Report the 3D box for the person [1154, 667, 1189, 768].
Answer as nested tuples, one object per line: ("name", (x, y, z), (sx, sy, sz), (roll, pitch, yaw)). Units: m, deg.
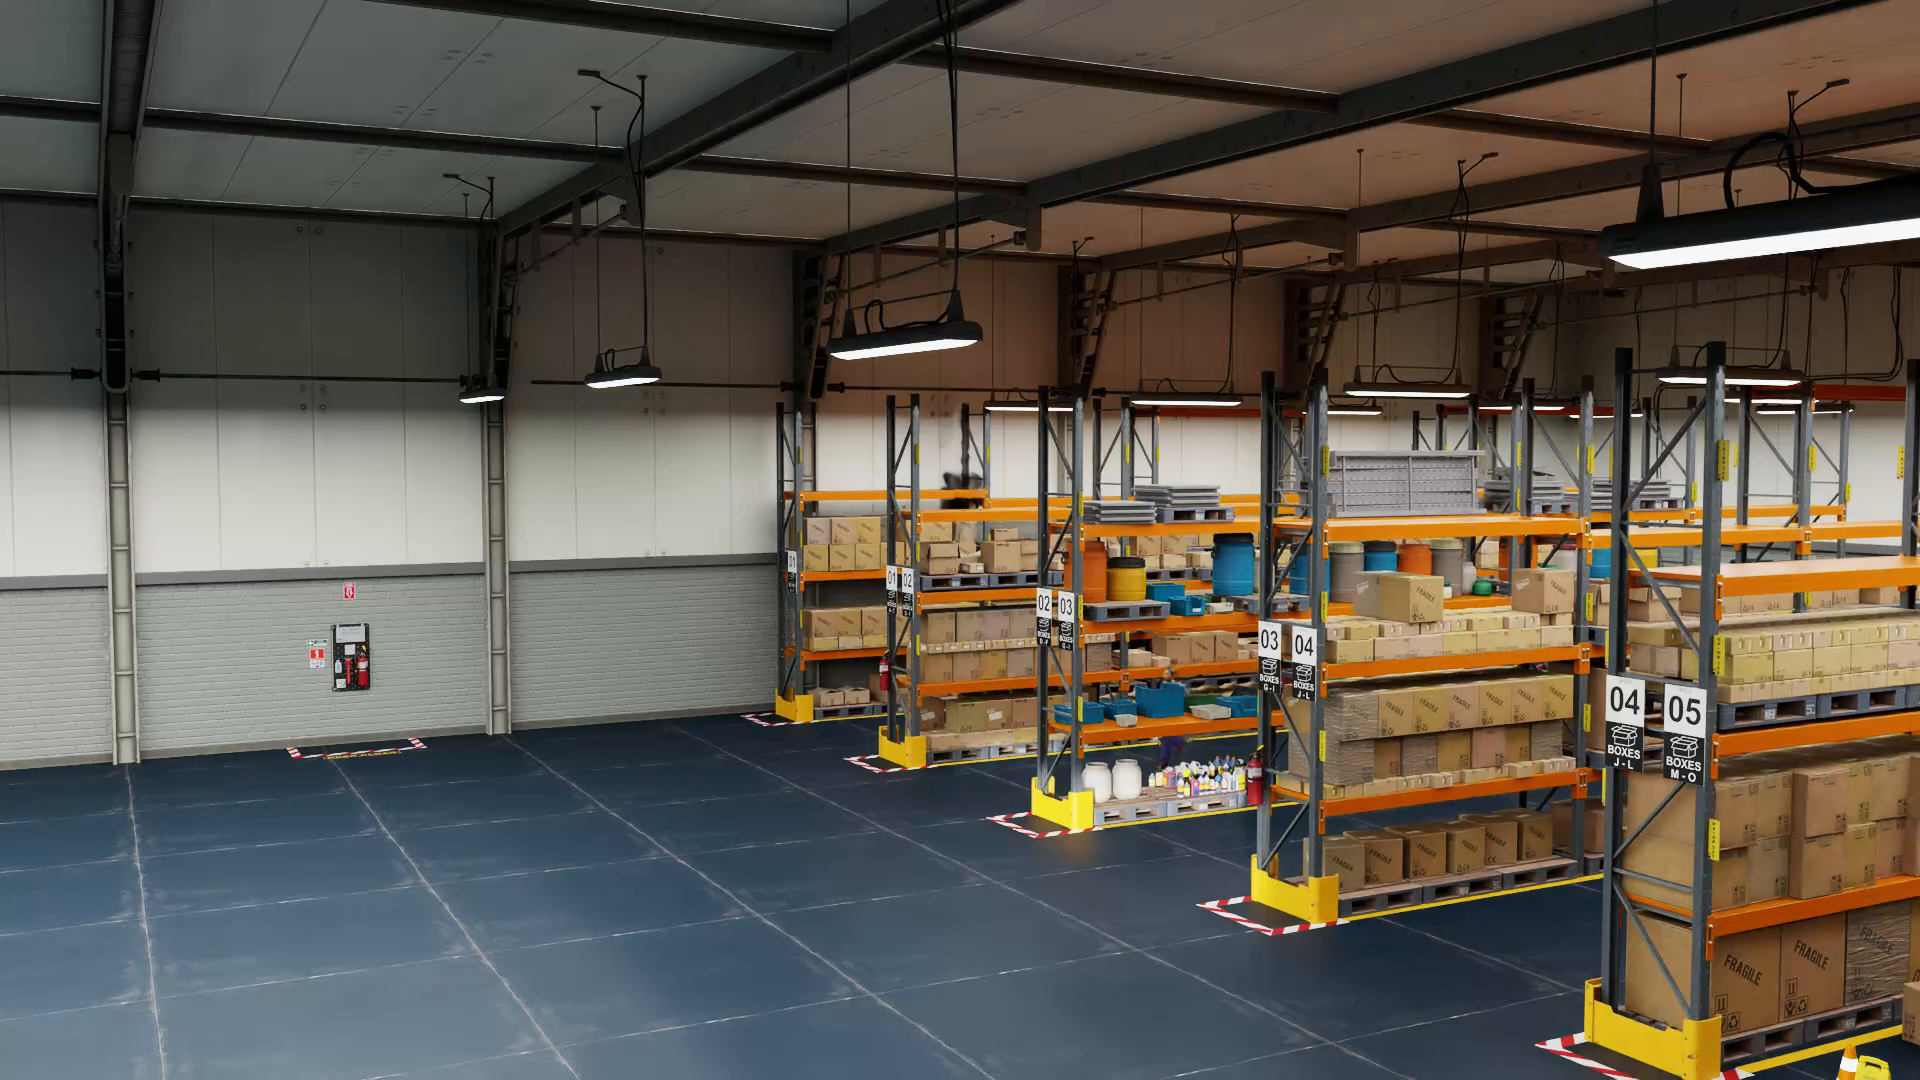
("person", (3.438, 2.862, 26.845), (0.720, 1.616, 0.629), (-3, 4, -41))
